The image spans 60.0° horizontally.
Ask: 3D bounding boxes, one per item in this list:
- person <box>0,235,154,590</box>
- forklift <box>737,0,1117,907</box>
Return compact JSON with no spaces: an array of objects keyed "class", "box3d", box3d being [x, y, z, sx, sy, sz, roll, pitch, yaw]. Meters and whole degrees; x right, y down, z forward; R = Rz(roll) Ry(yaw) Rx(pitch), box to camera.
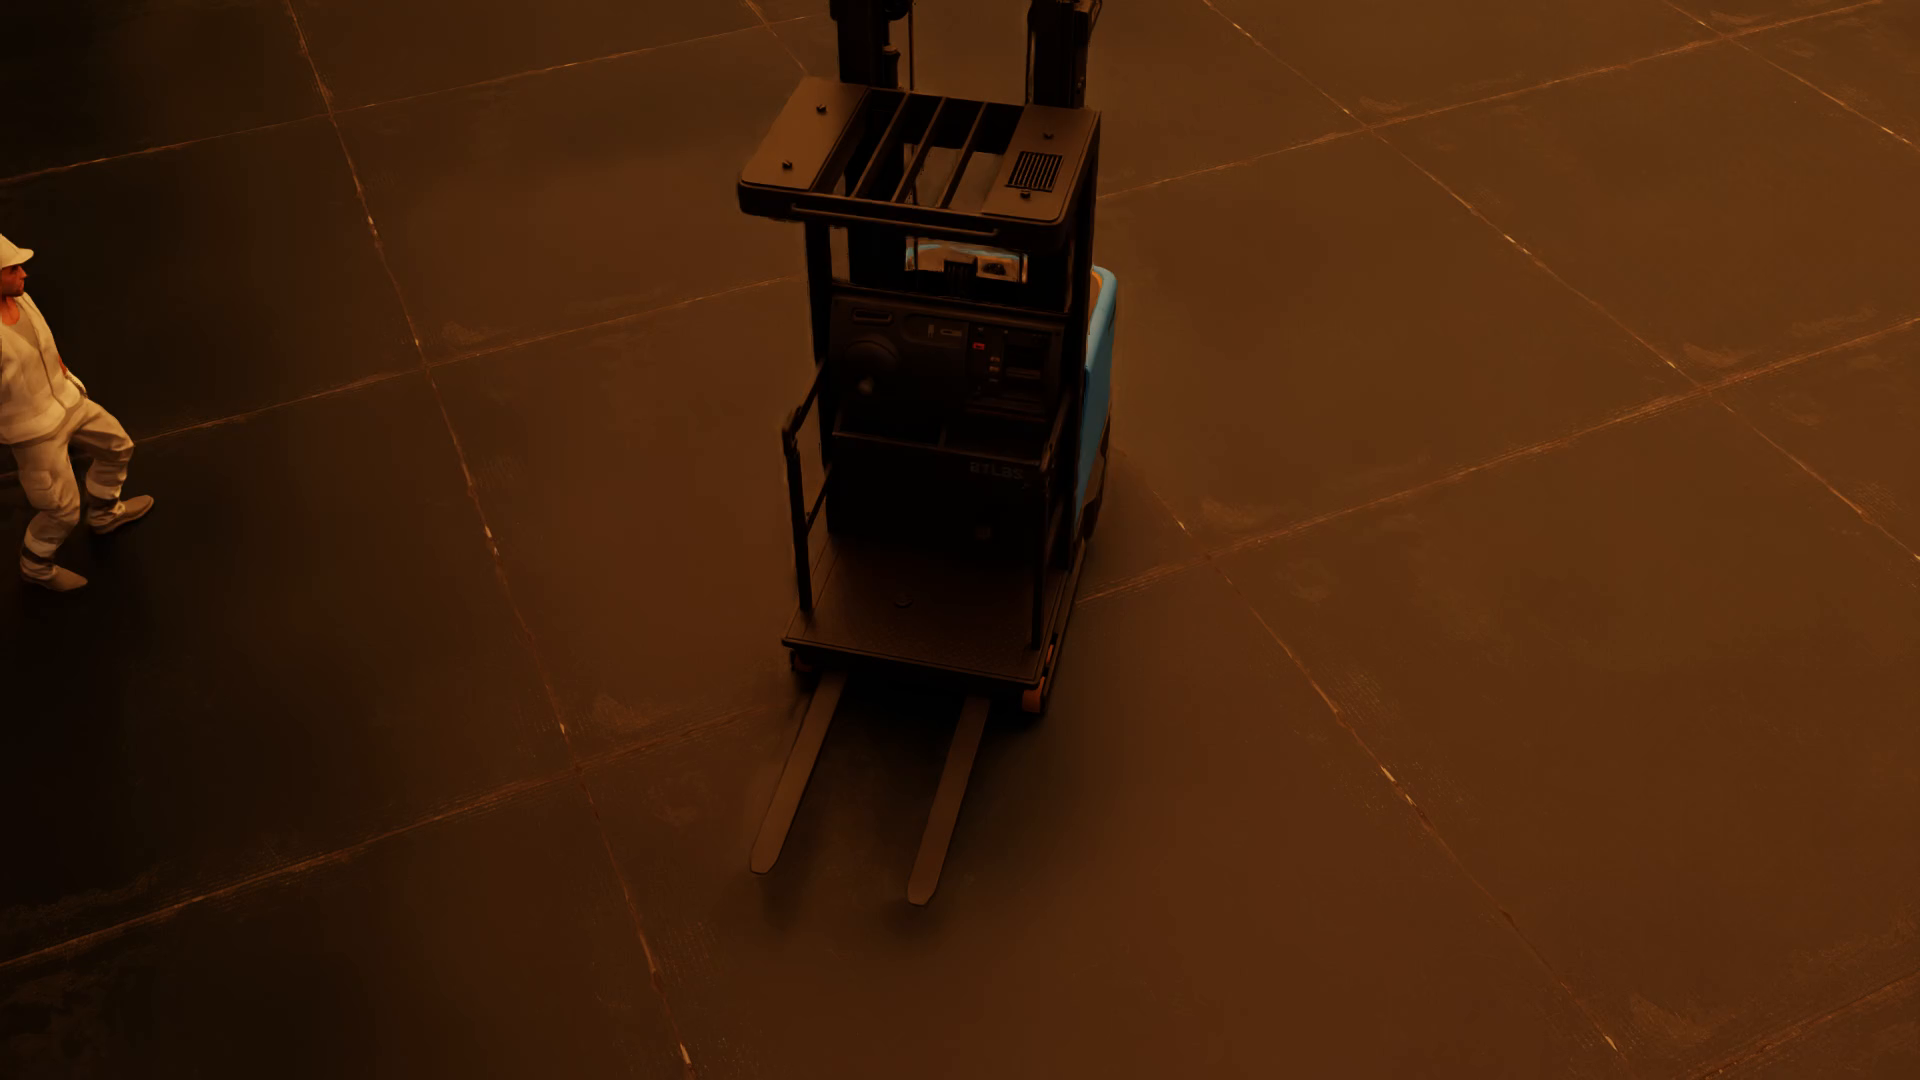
[{"class":"person","box3d":[-4.026,-0.498,7.138,0.502,1.744,0.892,4,43,4]},{"class":"forklift","box3d":[-0.107,-0.628,6.353,1.130,2.935,3.031,9,44,10]}]
